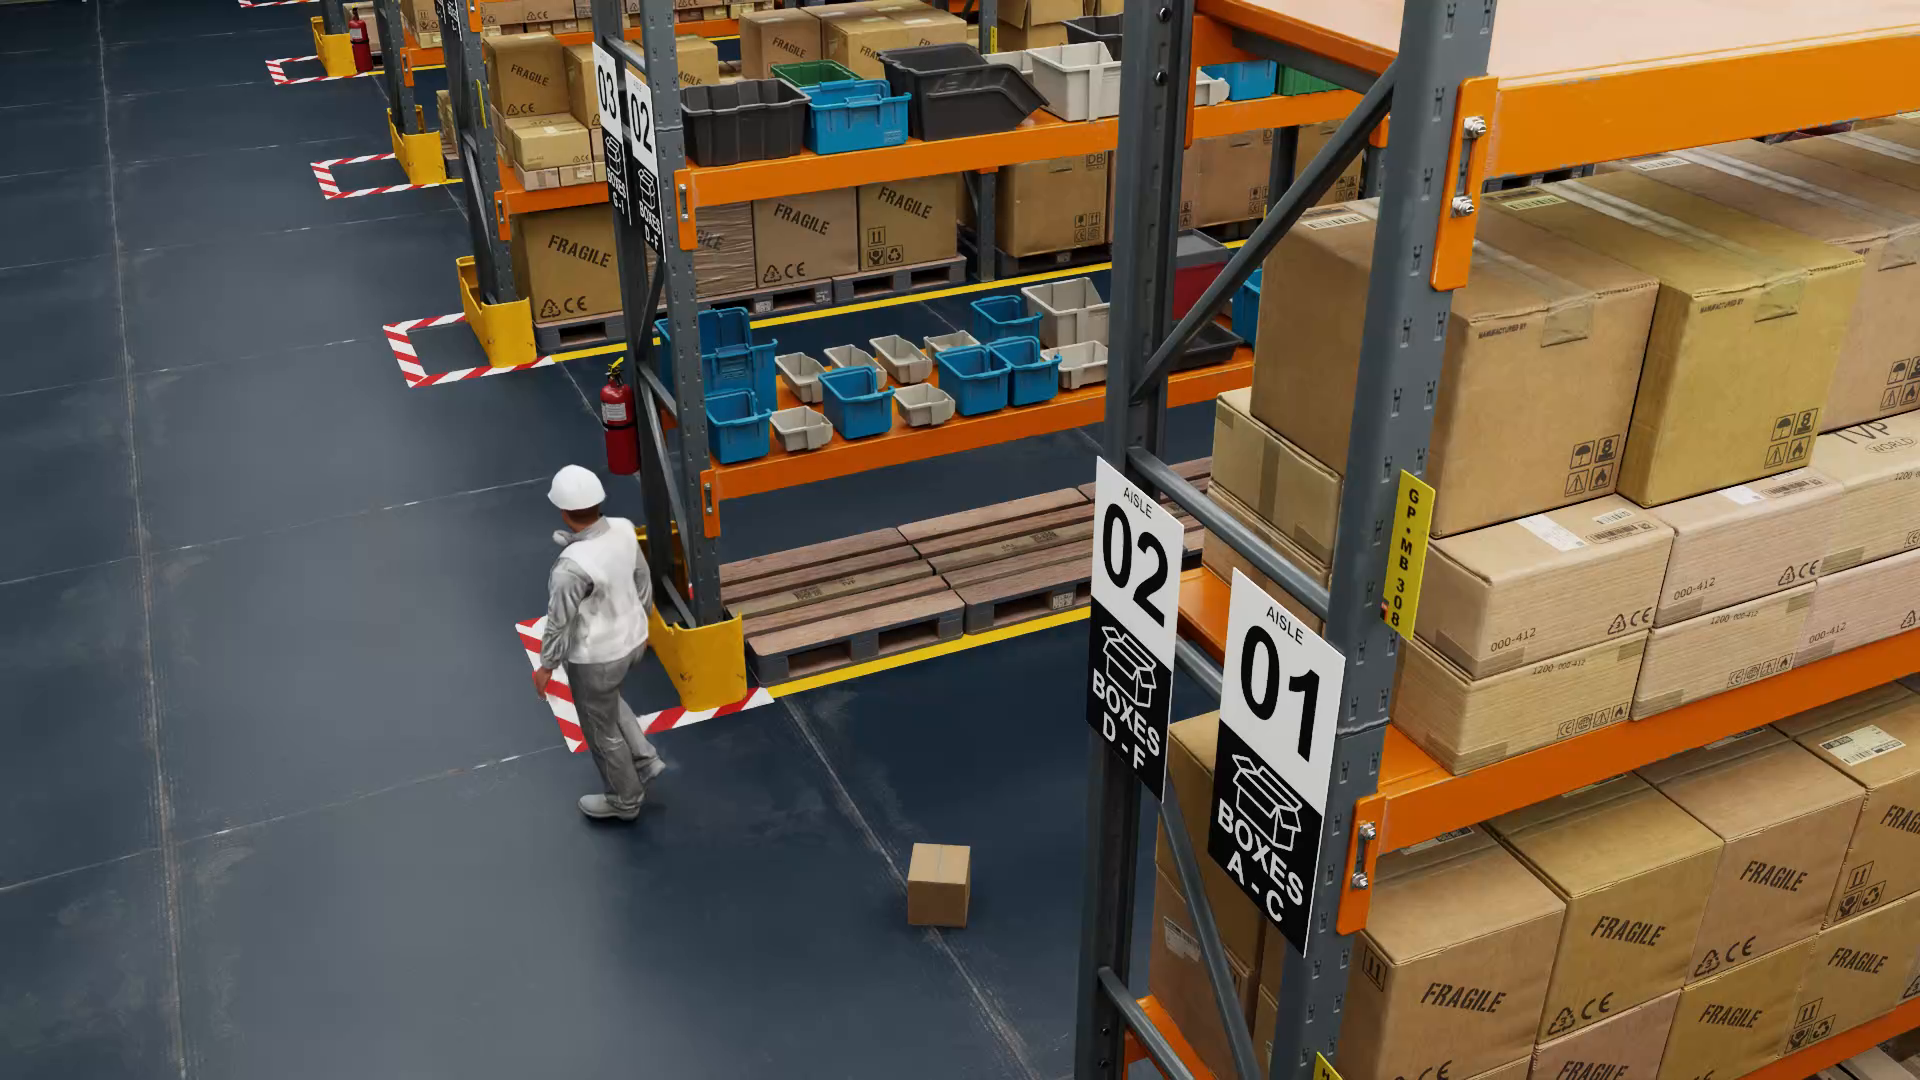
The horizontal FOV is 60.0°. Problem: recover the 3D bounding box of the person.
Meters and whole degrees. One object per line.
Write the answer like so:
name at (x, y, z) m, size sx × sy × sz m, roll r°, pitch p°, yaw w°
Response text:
person at (-1.629, 0.479, 7.549) m, size 0.457 × 1.781 × 0.578 m, roll 9°, pitch 31°, yaw 16°
